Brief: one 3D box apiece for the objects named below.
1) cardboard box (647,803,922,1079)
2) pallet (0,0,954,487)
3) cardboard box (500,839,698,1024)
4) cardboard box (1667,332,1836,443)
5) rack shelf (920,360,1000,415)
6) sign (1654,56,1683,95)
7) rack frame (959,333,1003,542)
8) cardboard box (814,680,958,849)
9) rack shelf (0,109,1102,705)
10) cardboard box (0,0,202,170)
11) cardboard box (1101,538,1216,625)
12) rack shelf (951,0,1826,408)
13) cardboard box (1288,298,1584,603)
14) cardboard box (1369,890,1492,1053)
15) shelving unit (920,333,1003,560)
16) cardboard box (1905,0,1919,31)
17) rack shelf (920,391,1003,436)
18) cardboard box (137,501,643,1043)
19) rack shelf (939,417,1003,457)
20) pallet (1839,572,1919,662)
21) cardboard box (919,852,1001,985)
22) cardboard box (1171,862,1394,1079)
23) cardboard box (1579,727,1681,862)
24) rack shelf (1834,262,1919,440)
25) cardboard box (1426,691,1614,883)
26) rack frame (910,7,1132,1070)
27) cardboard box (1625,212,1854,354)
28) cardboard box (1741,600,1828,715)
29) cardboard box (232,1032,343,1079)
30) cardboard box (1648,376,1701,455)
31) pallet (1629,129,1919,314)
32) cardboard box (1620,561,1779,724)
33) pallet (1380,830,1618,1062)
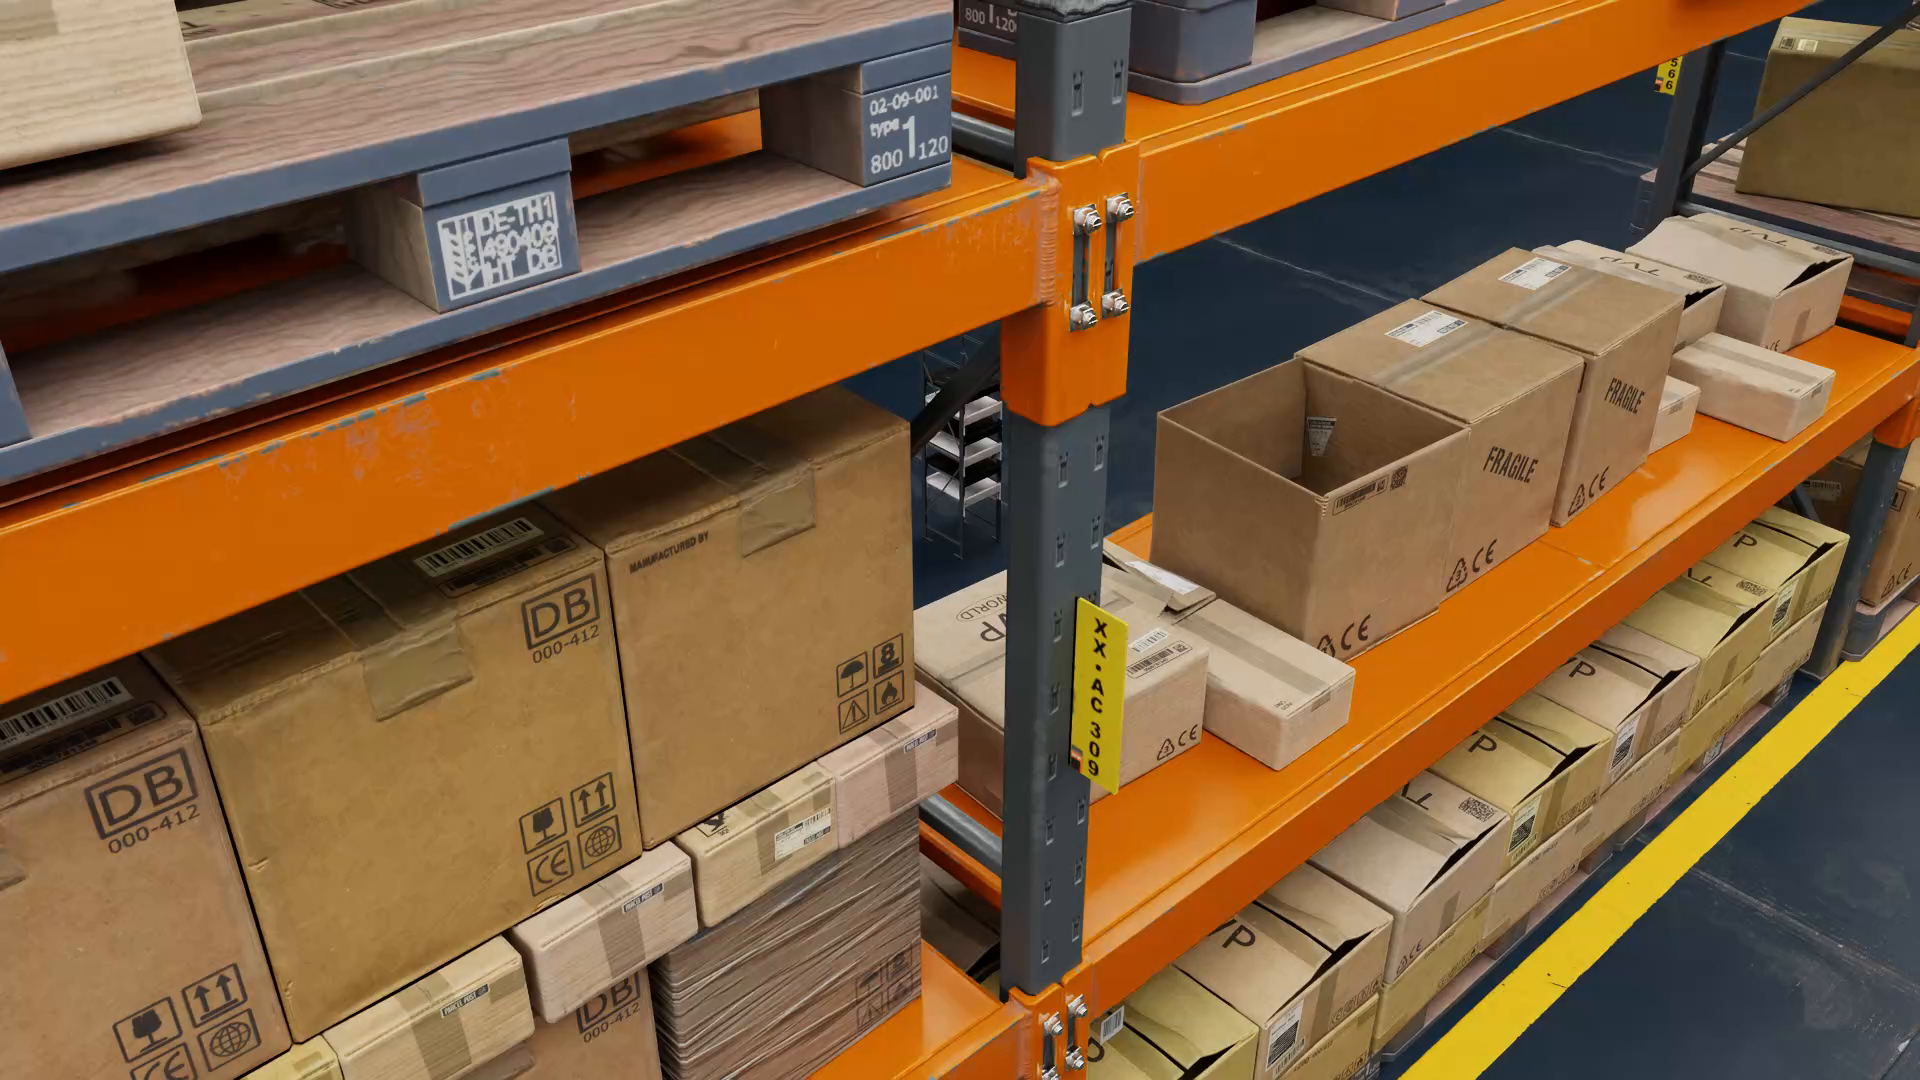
[{"bbox_3d":[-0.486,0.553,2.874,0.500,0.500,0.700,-27,41,-37],"label":"cardboard box"},{"bbox_3d":[-0.773,-0.494,1.891,1.213,0.211,1.003,-26,40,-35],"label":"pallet"},{"bbox_3d":[-0.592,0.476,2.379,0.250,0.149,0.380,-27,41,-37],"label":"cardboard box"},{"bbox_3d":[2.297,-0.451,4.853,0.250,0.149,0.380,-26,40,-35],"label":"cardboard box"},{"bbox_3d":[0.006,-0.589,6.396,0.200,0.077,0.258,-26,40,-35],"label":"rack shelf"},{"bbox_3d":[2.392,-1.647,5.535,0.005,0.325,0.100,-26,40,-35],"label":"sign"},{"bbox_3d":[0.081,-0.423,6.579,0.006,0.900,0.240,-26,40,-35],"label":"rack frame"},{"bbox_3d":[-0.219,0.295,2.675,0.250,0.149,0.380,-26,40,-35],"label":"cardboard box"},{"bbox_3d":[-1.632,0.173,1.407,4.000,0.370,1.077,-26,40,-35],"label":"rack shelf"},{"bbox_3d":[-0.864,-0.443,1.428,0.250,0.149,0.380,-26,40,-35],"label":"cardboard box"},{"bbox_3d":[0.355,0.111,3.822,0.258,0.266,0.396,-27,40,-37],"label":"cardboard box"},{"bbox_3d":[1.302,-1.246,3.727,4.000,0.370,1.077,-26,40,-35],"label":"rack shelf"},{"bbox_3d":[1.163,-0.237,4.167,0.500,0.500,0.500,-26,40,-35],"label":"cardboard box"},{"bbox_3d":[1.053,1.016,4.446,0.500,0.250,0.500,-27,41,-37],"label":"cardboard box"},{"bbox_3d":[0.006,-0.387,6.520,0.210,0.900,0.258,-26,40,-35],"label":"shelving unit"},{"bbox_3d":[3.954,-1.723,6.193,0.500,0.500,0.700,-18,36,-27],"label":"cardboard box"},{"bbox_3d":[0.006,-0.512,6.443,0.200,0.077,0.258,-26,40,-35],"label":"rack shelf"},{"bbox_3d":[-0.856,0.179,2.242,0.500,0.500,0.700,-26,40,-36],"label":"cardboard box"},{"bbox_3d":[0.006,-0.435,6.490,0.200,0.077,0.258,-26,40,-35],"label":"rack shelf"},{"bbox_3d":[3.341,-0.044,6.619,1.213,0.211,1.003,-26,40,-35],"label":"pallet"},{"bbox_3d":[-0.063,0.937,4.038,0.500,0.311,0.500,-26,40,-35],"label":"cardboard box"},{"bbox_3d":[0.678,0.964,3.994,0.500,0.311,0.500,-26,40,-36],"label":"cardboard box"},{"bbox_3d":[1.802,0.652,5.041,0.500,0.250,0.500,-25,39,-34],"label":"cardboard box"},{"bbox_3d":[4.235,-1.385,6.830,4.000,0.370,1.077,-26,40,-35],"label":"rack shelf"},{"bbox_3d":[1.434,0.593,4.600,0.500,0.311,0.500,-25,39,-34],"label":"cardboard box"},{"bbox_3d":[-0.165,0.436,3.162,0.127,3.000,1.000,-26,40,-35],"label":"rack frame"},{"bbox_3d":[2.472,-0.833,5.322,0.500,0.311,0.500,-23,38,-33],"label":"cardboard box"},{"bbox_3d":[2.548,0.291,5.632,0.500,0.250,0.500,-25,39,-34],"label":"cardboard box"},{"bbox_3d":[-0.966,0.655,2.086,0.250,0.149,0.380,-26,40,-36],"label":"cardboard box"},{"bbox_3d":[1.871,-0.402,4.773,0.250,0.149,0.380,-23,38,-32],"label":"cardboard box"},{"bbox_3d":[3.217,-1.168,5.969,1.003,0.211,1.213,-26,40,-35],"label":"pallet"},{"bbox_3d":[2.175,0.239,5.180,0.500,0.311,0.500,-27,40,-36],"label":"cardboard box"},{"bbox_3d":[1.244,0.914,5.052,1.213,0.211,1.003,-26,40,-35],"label":"pallet"}]
